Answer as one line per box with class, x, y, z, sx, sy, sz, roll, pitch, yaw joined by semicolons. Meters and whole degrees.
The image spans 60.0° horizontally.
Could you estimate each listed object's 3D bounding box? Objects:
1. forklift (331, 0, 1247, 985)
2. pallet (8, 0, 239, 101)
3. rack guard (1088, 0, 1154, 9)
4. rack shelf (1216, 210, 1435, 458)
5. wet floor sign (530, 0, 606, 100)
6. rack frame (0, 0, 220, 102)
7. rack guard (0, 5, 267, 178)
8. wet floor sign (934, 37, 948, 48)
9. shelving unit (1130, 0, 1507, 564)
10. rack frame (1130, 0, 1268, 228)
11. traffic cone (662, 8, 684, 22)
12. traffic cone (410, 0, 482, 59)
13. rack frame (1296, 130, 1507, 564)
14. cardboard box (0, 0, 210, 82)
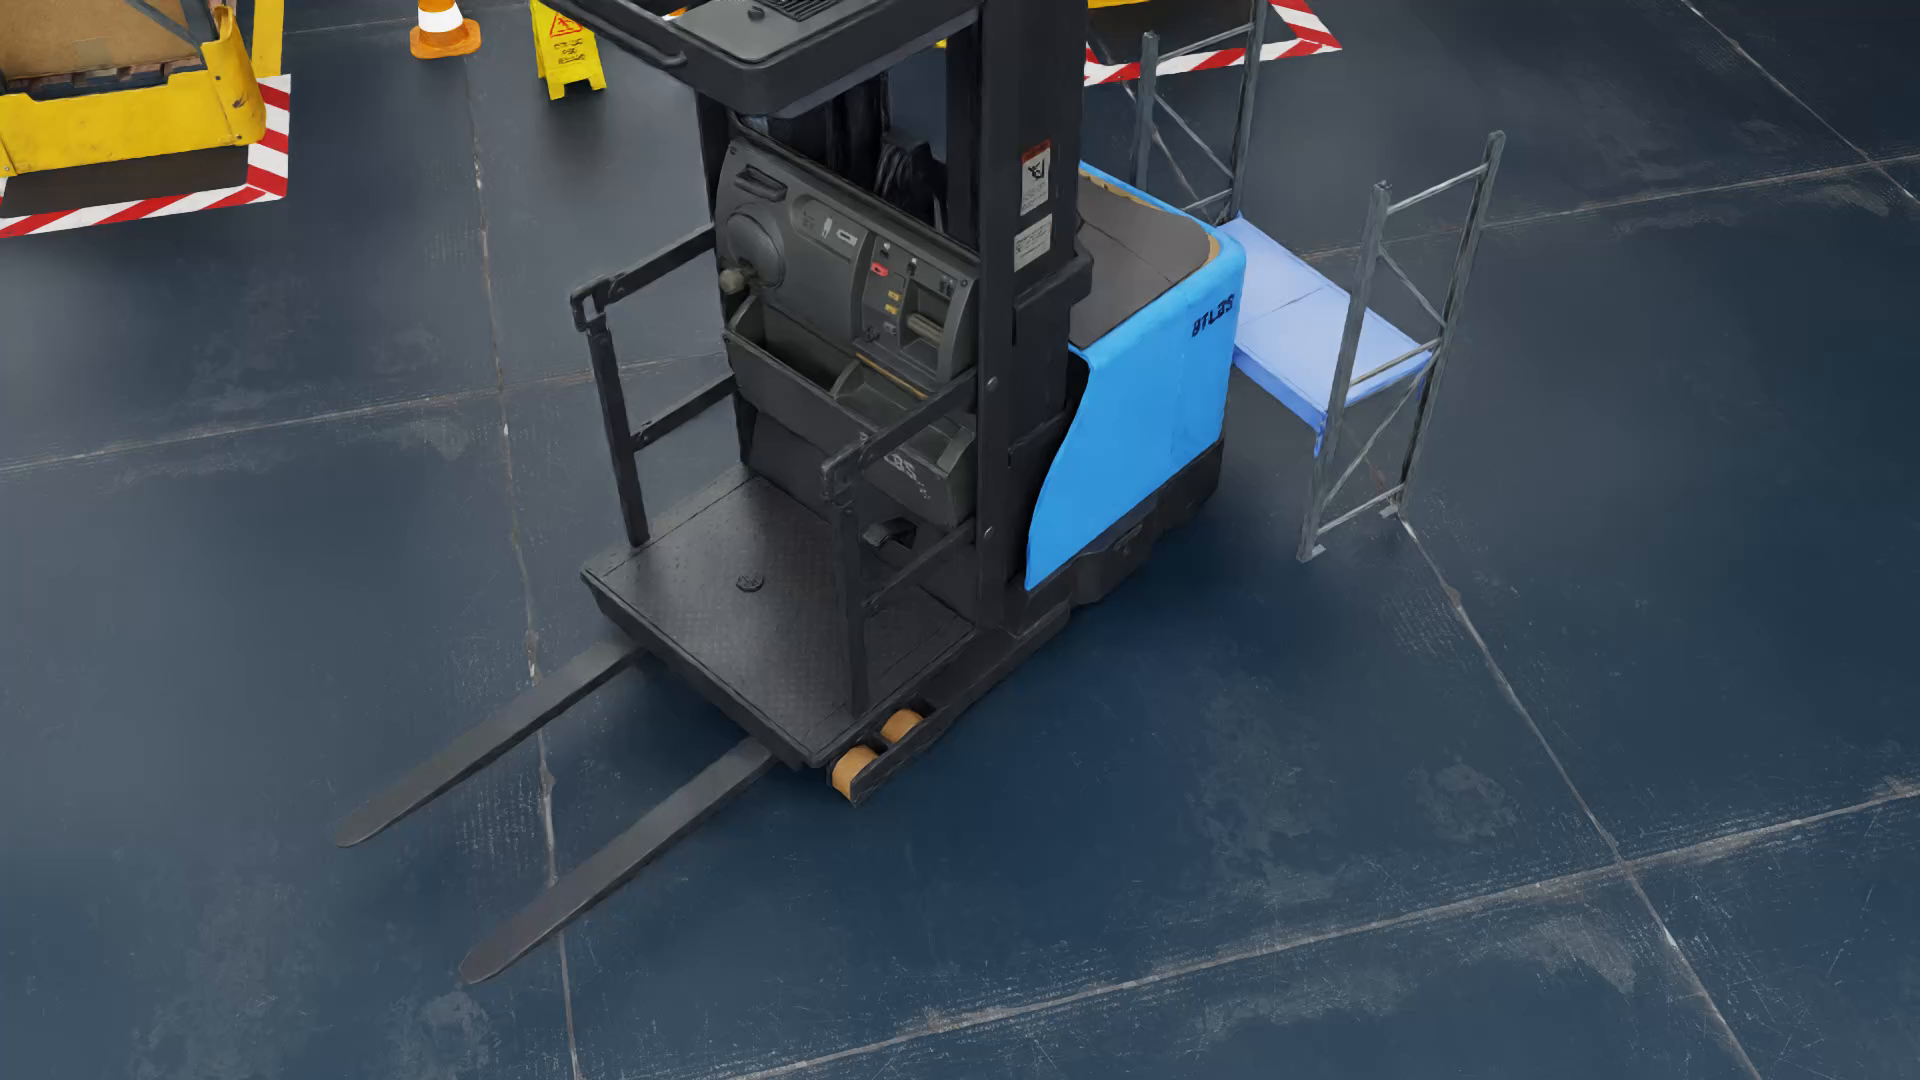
forklift;-0.470;-0.665;4.350;1.130;2.935;3.031;34;55;29
pallet;-4.037;-2.436;7.990;1.003;0.211;1.213;-11;47;-10
rack guard;0.983;-3.027;8.367;1.175;0.500;0.348;-11;47;-10
rack shelf;1.075;-0.726;5.663;0.538;0.185;1.000;-26;51;-23
wet floor sign;-1.836;-2.393;7.643;0.267;0.644;0.232;-18;48;-17
rack frame;-3.757;-2.875;6.467;1.000;3.000;0.127;-11;47;-10
rack guard;-3.751;-1.983;7.344;1.175;0.500;0.348;-11;47;-10
wet floor sign;0.016;-2.699;7.943;0.267;0.644;0.232;4;46;4
shelving unit;1.075;-0.852;5.534;0.538;1.500;1.048;-26;51;-23
rack frame;0.787;-1.151;5.828;0.500;1.500;0.032;-26;51;-23
traffic cone;-1.341;-2.585;7.959;0.336;0.463;0.334;-11;47;-10
traffic cone;-2.520;-2.613;7.987;0.336;0.463;0.334;-11;47;-10
rack frame;1.363;-0.552;5.241;0.500;1.500;0.032;-26;51;-23
cardboard box;-3.995;-2.734;7.523;0.875;0.875;0.875;-10;47;-10
